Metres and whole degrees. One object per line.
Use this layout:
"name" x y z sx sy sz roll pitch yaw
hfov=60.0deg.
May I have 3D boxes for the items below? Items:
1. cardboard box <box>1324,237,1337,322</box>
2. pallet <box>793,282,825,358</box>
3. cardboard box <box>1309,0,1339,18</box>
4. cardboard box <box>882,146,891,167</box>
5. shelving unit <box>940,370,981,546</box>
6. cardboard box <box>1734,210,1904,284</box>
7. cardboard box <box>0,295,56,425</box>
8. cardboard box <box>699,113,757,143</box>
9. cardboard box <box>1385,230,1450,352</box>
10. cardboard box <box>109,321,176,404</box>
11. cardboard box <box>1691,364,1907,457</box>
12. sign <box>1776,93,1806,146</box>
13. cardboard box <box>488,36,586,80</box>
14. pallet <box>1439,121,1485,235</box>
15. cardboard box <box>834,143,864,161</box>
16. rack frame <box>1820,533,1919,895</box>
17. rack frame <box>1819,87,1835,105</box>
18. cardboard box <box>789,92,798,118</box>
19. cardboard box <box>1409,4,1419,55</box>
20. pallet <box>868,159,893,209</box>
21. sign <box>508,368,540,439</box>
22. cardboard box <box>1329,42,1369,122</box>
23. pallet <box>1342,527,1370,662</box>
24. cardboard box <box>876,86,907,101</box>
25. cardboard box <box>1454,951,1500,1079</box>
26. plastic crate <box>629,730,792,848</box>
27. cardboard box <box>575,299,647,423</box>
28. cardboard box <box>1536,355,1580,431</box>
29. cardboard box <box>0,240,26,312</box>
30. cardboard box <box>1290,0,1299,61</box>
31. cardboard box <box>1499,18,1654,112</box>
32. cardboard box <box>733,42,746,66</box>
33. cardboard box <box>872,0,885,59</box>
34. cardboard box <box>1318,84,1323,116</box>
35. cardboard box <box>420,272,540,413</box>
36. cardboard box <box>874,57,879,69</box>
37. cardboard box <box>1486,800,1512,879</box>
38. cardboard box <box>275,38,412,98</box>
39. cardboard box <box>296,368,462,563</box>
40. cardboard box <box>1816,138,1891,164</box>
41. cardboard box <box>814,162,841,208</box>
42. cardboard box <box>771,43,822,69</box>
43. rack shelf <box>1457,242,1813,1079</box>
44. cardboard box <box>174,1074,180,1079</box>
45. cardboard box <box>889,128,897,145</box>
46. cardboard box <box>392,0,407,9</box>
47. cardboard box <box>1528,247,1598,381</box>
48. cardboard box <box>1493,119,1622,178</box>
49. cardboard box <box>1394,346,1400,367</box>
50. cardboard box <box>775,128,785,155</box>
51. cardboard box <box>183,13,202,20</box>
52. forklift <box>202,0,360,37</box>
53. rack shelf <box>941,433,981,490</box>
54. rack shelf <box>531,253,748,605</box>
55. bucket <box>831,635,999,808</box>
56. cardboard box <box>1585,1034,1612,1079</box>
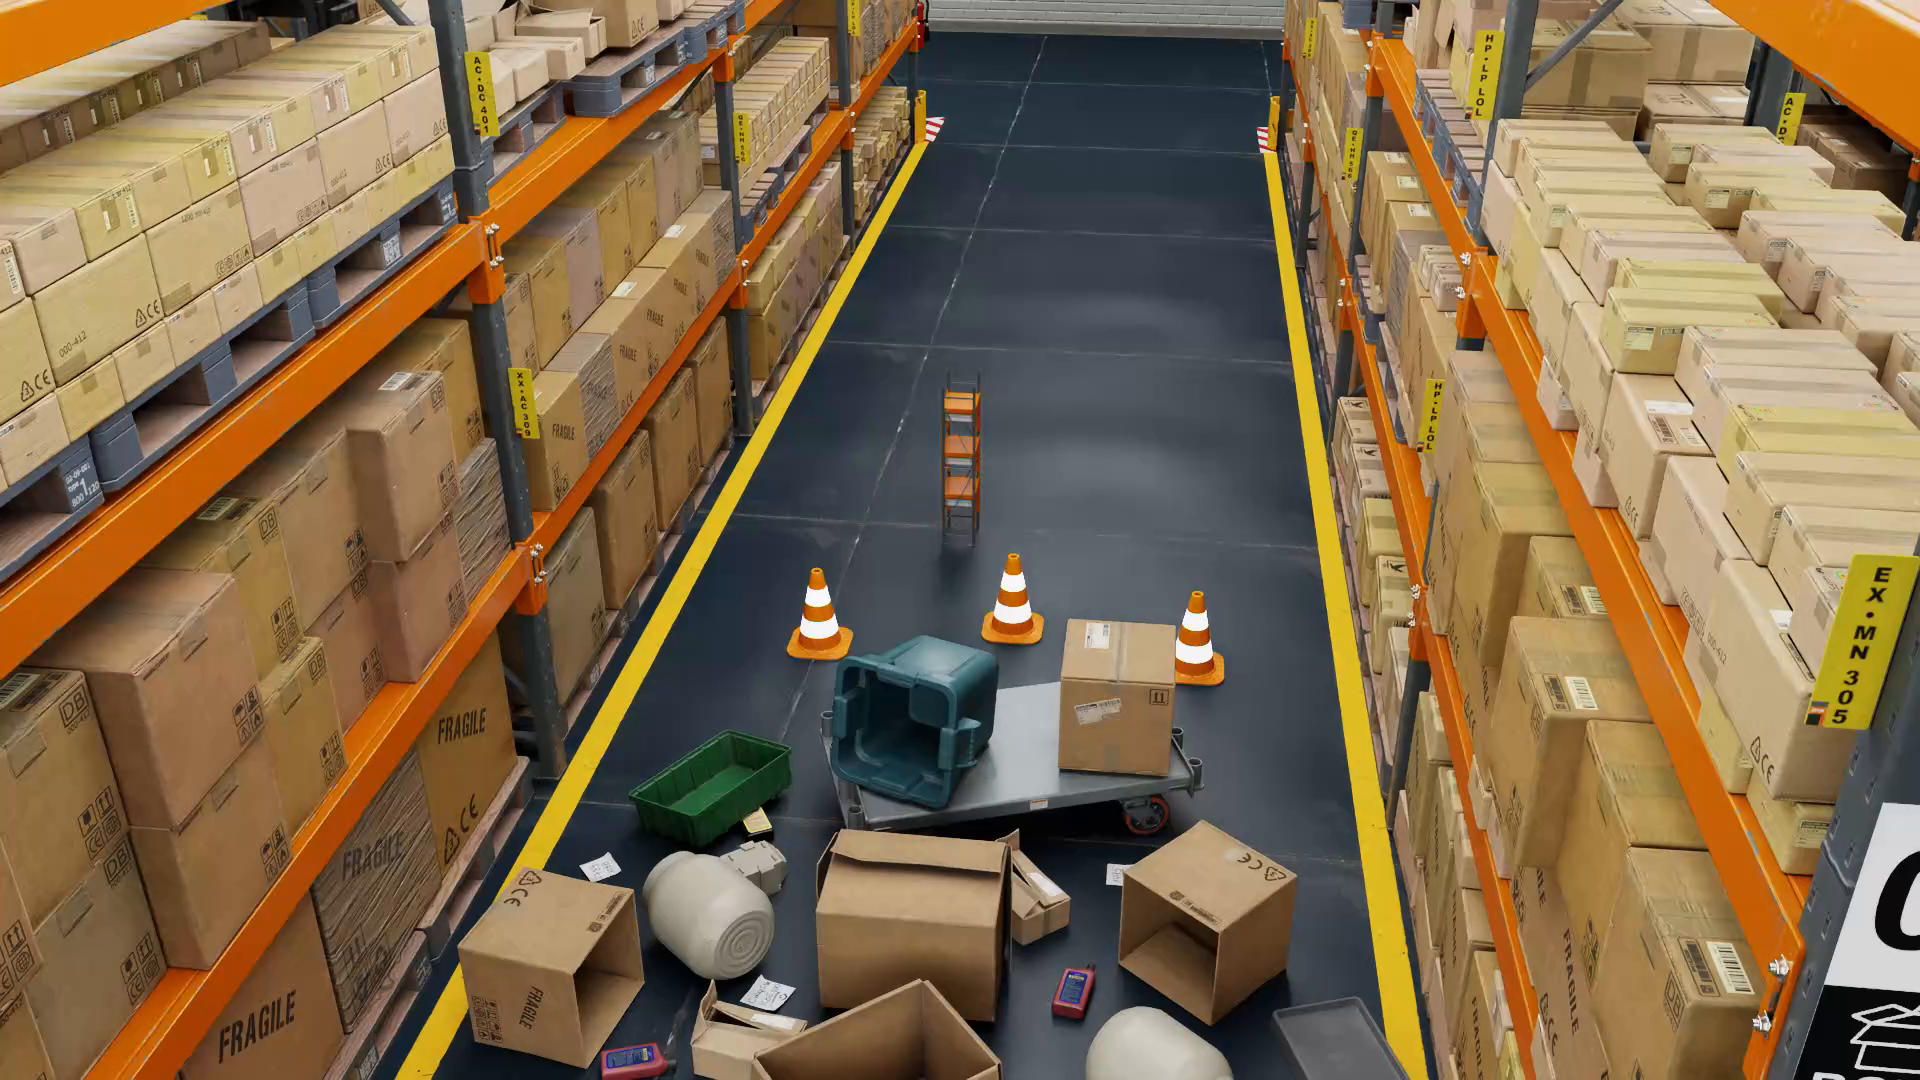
"cardboard box" 3.371 -2.257 13.074 0.875 0.875 0.875 4 29 8
"pallet" -1.695 -1.800 13.368 1.003 0.211 1.213 3 28 6
"cardboard box" 3.255 -4.452 14.191 0.500 0.500 0.500 3 28 6
"cardboard box" -0.910 -3.908 16.904 0.380 0.149 0.250 4 29 7
"shelving unit" 0.007 -0.487 10.048 0.215 1.050 0.252 3 28 6
"cardboard box" 2.556 -0.872 4.967 0.380 0.149 0.250 3 28 5
"cardboard box" -2.550 -0.387 3.939 0.500 0.250 0.500 3 28 6
"cardboard box" -1.631 -2.871 11.611 0.380 0.149 0.250 3 28 6
"cardboard box" 2.512 -1.277 8.596 0.500 0.500 0.500 2 28 4
"cardboard box" -2.410 -0.497 4.563 0.380 0.149 0.250 3 28 6
"cardboard box" 1.951 -0.290 3.887 0.380 0.149 0.250 3 28 6
"sign" 3.030 -1.484 6.134 0.100 0.325 0.005 3 28 6
"cardboard box" -2.005 -2.287 7.887 0.380 0.149 0.250 3 28 6
"pallet" 2.672 -1.486 6.881 1.213 0.211 1.003 3 28 6
"cardboard box" -1.122 -3.684 15.861 0.380 0.149 0.250 3 28 5
"rack frame" 2.001 -0.722 2.102 1.000 3.000 0.127 3 28 6
"rack frame" 8.888 -5.326 16.973 1.000 3.000 0.127 3 28 6
"cardboard box" -1.465 -3.355 12.824 0.380 0.149 0.250 3 29 6
"cardboard box" 2.742 -2.849 9.356 0.396 0.266 0.258 3 28 6
"pallet" -1.260 -3.636 16.777 1.003 0.211 1.213 3 28 6
"sign" -1.883 -0.588 7.183 0.100 0.325 0.005 3 28 6
"cardboard box" 2.976 -3.303 12.058 0.500 0.500 0.500 3 28 5
"pallet" 2.732 0.321 9.431 1.003 0.211 1.213 3 28 6
"cardboard box" -0.777 -4.780 17.896 0.380 0.149 0.250 4 29 7
"cardboard box" 1.969 1.739 5.525 0.500 0.500 0.500 3 28 5
"plastic crate" -1.155 1.167 7.826 0.450 0.188 0.662 9 28 37
"cardboard box" -1.978 -0.953 8.750 0.500 0.500 0.500 3 28 6
"cardboard box" 1.964 -0.440 5.005 0.380 0.149 0.250 3 28 5
"cardboard box" -2.473 -0.607 3.927 0.380 0.149 0.250 4 29 7
"cardboard box" 3.503 -4.969 16.205 0.500 0.500 0.500 3 28 6
"cardboard box" 2.435 -1.904 6.646 0.500 0.250 0.500 4 29 7
"cardboard box" -1.987 -4.015 13.736 0.380 0.149 0.250 4 29 8
"cardboard box" -0.992 -4.831 15.636 0.500 0.500 0.500 3 28 5
"cardboard box" 3.101 -3.446 13.114 0.500 0.250 0.500 4 29 7
"cardboard box" -2.379 -0.922 7.639 0.700 0.500 0.500 3 28 5
"cardboard box" -0.982 -4.596 15.883 0.380 0.149 0.250 5 29 8
"cardboard box" 1.965 0.998 5.499 0.380 0.149 0.250 3 28 6
"cardboard box" -2.194 -1.684 5.927 0.380 0.149 0.250 3 28 6
"cardboard box" -2.466 -0.308 6.362 0.875 0.550 0.550 3 28 6
"cardboard box" 8.411 -3.485 15.748 0.500 0.500 0.500 4 29 7
"cardboard box" -1.295 -3.019 14.093 0.500 0.250 0.500 3 28 5
"cardboard box" -1.342 -3.979 13.668 0.380 0.149 0.250 3 28 5
"rack shelf" 2.246 -0.026 4.732 1.077 0.370 4.000 3 28 6
"cardboard box" -2.907 2.106 4.975 0.875 0.875 0.875 4 29 6
"cardboard box" -0.858 -4.159 17.057 0.380 0.149 0.250 4 29 7
"cardboard box" -5.855 -5.286 16.744 0.500 0.250 0.500 3 29 6
"cardboard box" 2.037 -0.680 5.031 0.500 0.250 0.500 4 29 7
"cardboard box" 2.128 -1.395 5.939 0.380 0.149 0.250 3 28 5
"cardboard box" 2.510 -1.021 8.804 0.380 0.149 0.250 4 29 8
"cardboard box" -1.529 -2.984 12.449 0.380 0.149 0.250 4 29 7
"cardboard box" -6.530 -4.168 13.660 0.797 0.503 0.637 4 29 7
"forklift" -4.533 -2.077 11.015 1.130 2.935 3.031 4 29 7
"rack shelf" 0.007 -0.478 10.053 0.215 0.259 0.240 3 28 6
"rack shelf" -2.189 -0.829 9.384 1.077 0.370 4.000 3 28 6
"bucket" -0.163 0.766 7.514 0.726 0.611 0.620 14 21 24
"cardboard box" 1.794 1.473 3.935 0.500 0.500 0.500 3 28 5
